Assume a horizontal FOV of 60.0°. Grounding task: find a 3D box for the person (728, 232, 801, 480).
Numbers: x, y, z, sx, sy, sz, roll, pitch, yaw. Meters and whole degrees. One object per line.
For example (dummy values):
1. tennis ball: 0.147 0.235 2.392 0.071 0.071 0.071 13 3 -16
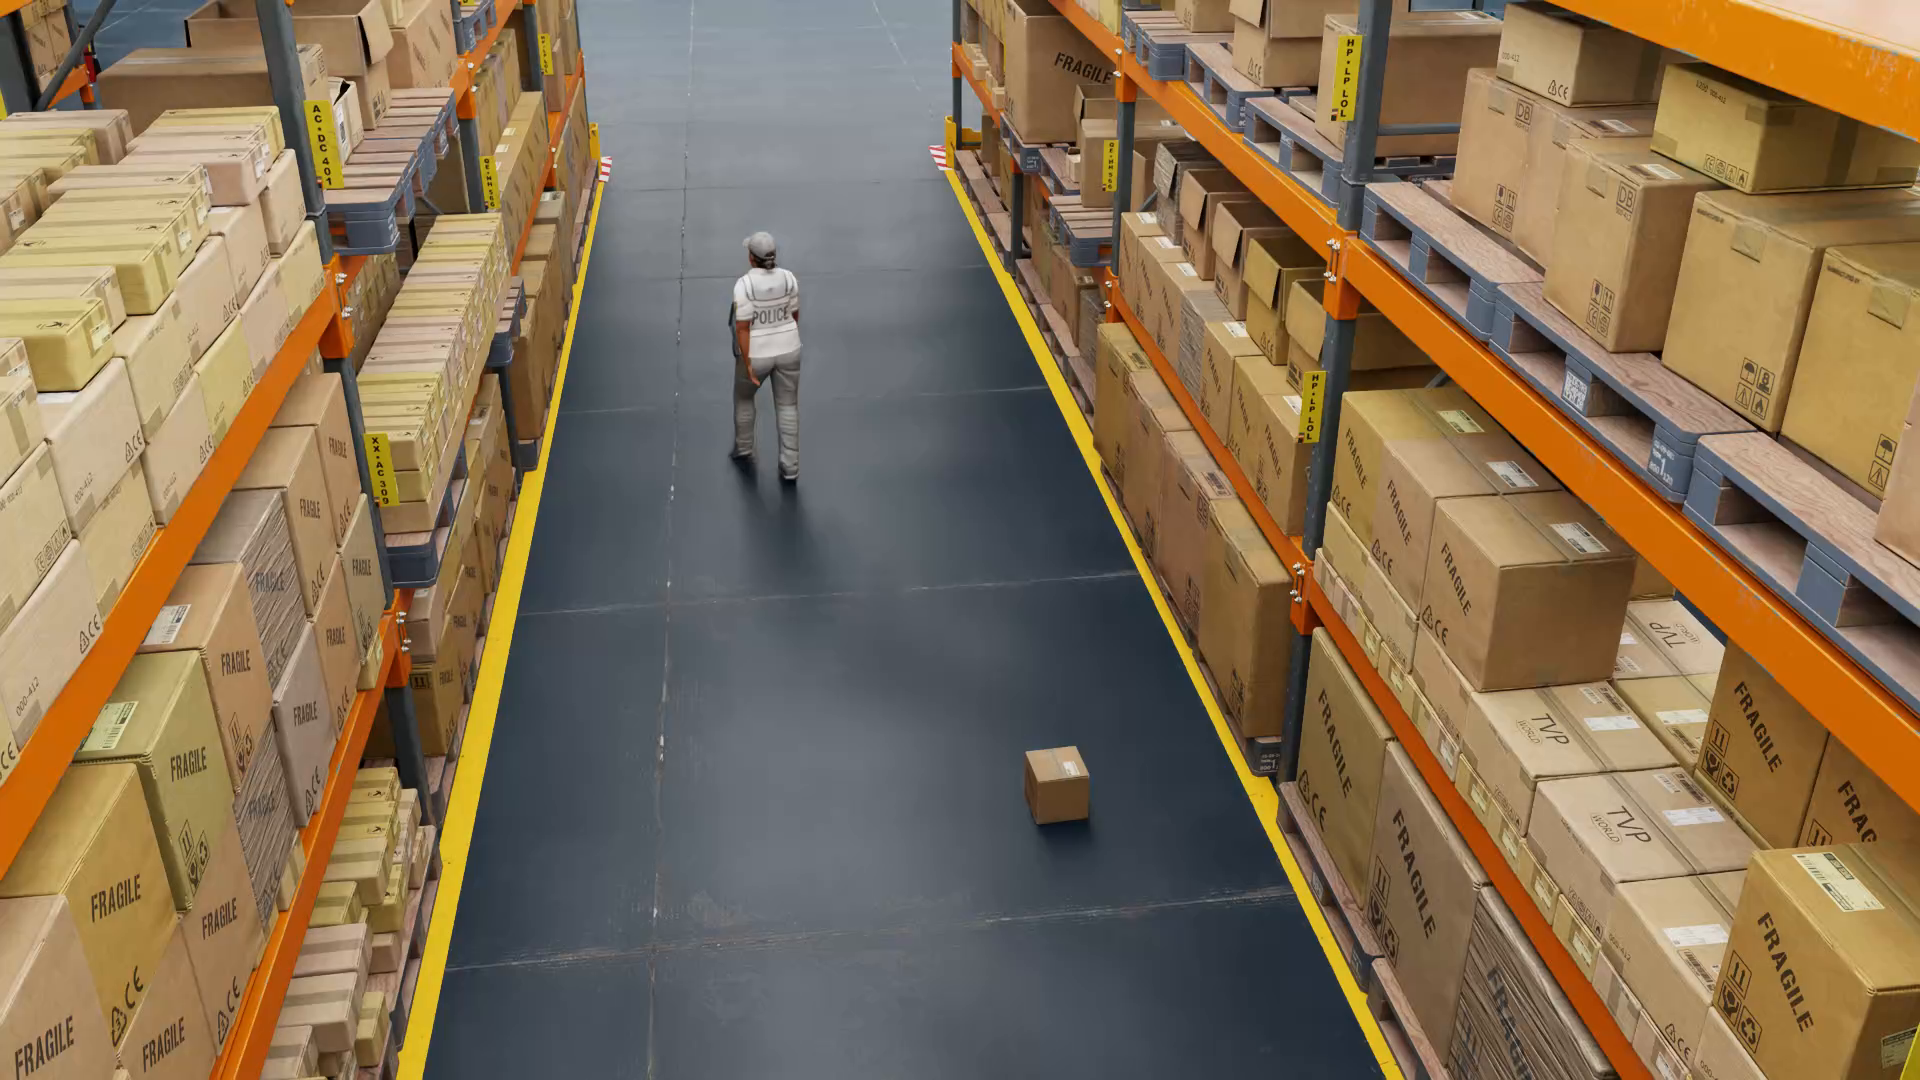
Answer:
1. person: -1.284 -1.223 11.021 0.472 1.705 0.757 -11 29 -21
